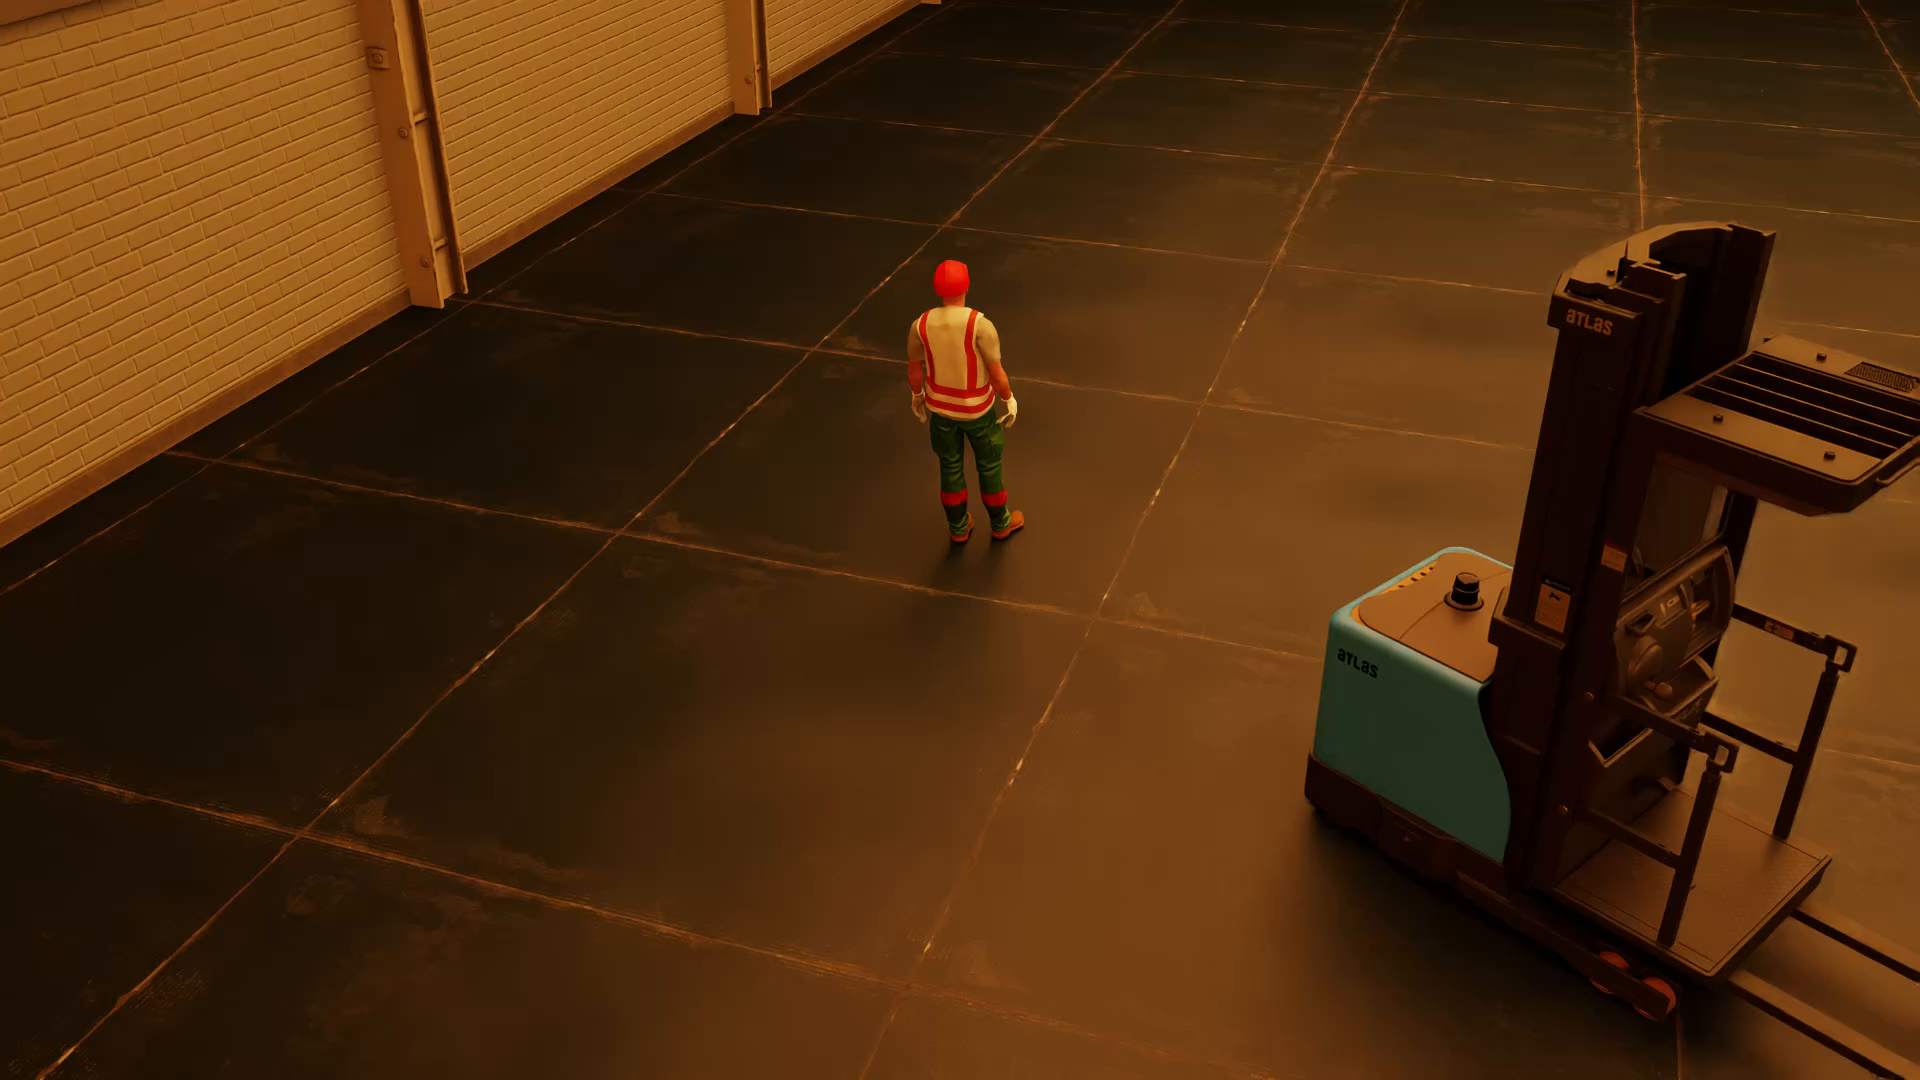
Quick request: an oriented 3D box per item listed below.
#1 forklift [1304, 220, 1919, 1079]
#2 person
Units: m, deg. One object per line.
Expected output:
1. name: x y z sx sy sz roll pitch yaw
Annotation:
1. forklift: 2.981 0.372 6.485 1.130 2.935 3.031 -24 37 -35
2. person: 0.038 -0.819 9.711 0.637 1.787 0.564 10 31 16
